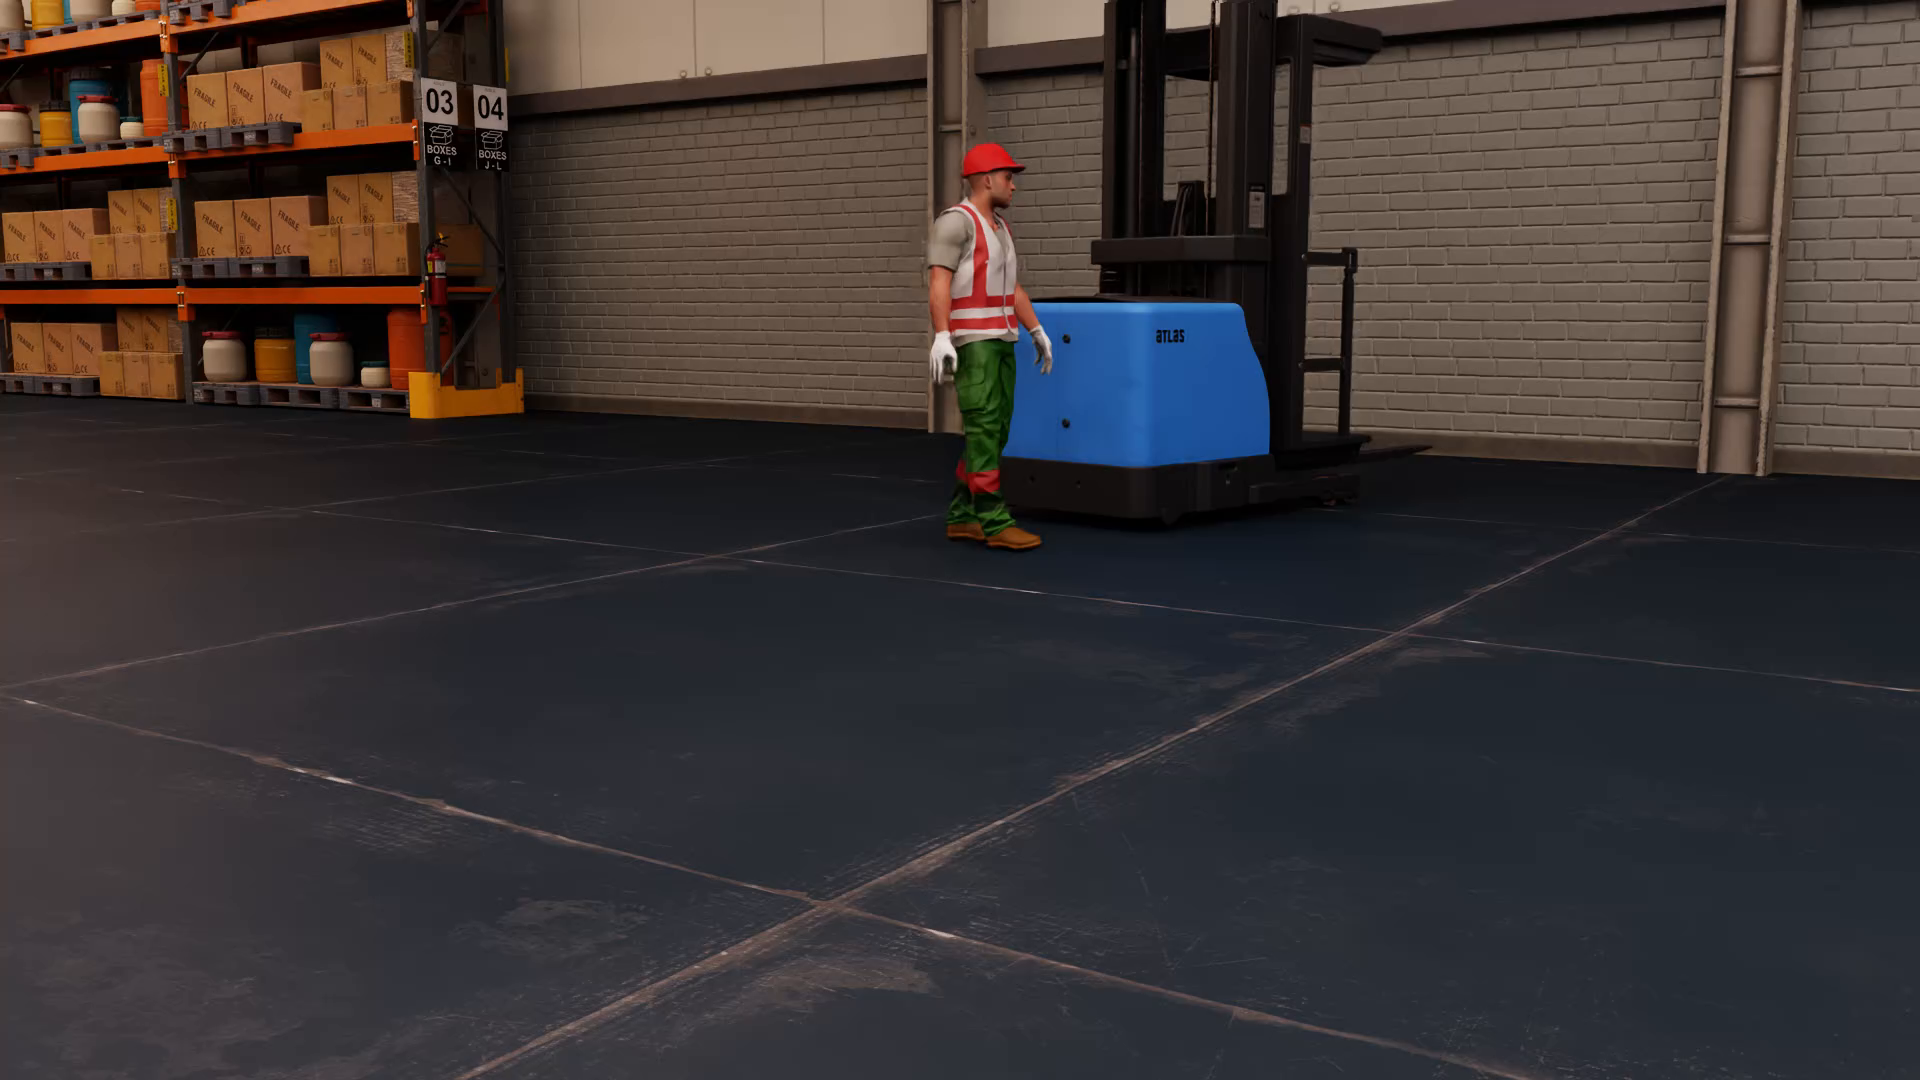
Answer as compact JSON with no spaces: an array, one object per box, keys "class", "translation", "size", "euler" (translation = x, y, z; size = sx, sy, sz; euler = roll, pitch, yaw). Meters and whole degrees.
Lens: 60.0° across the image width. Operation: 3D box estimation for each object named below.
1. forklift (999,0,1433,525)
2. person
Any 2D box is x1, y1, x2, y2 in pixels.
[{"class":"forklift","translation":[1.534,-1.676,8.979],"size":[1.130,2.935,3.031],"euler":[8,11,44]},{"class":"person","translation":[0.197,-0.861,7.407],"size":[0.585,1.781,0.717],"euler":[4,9,29]}]
